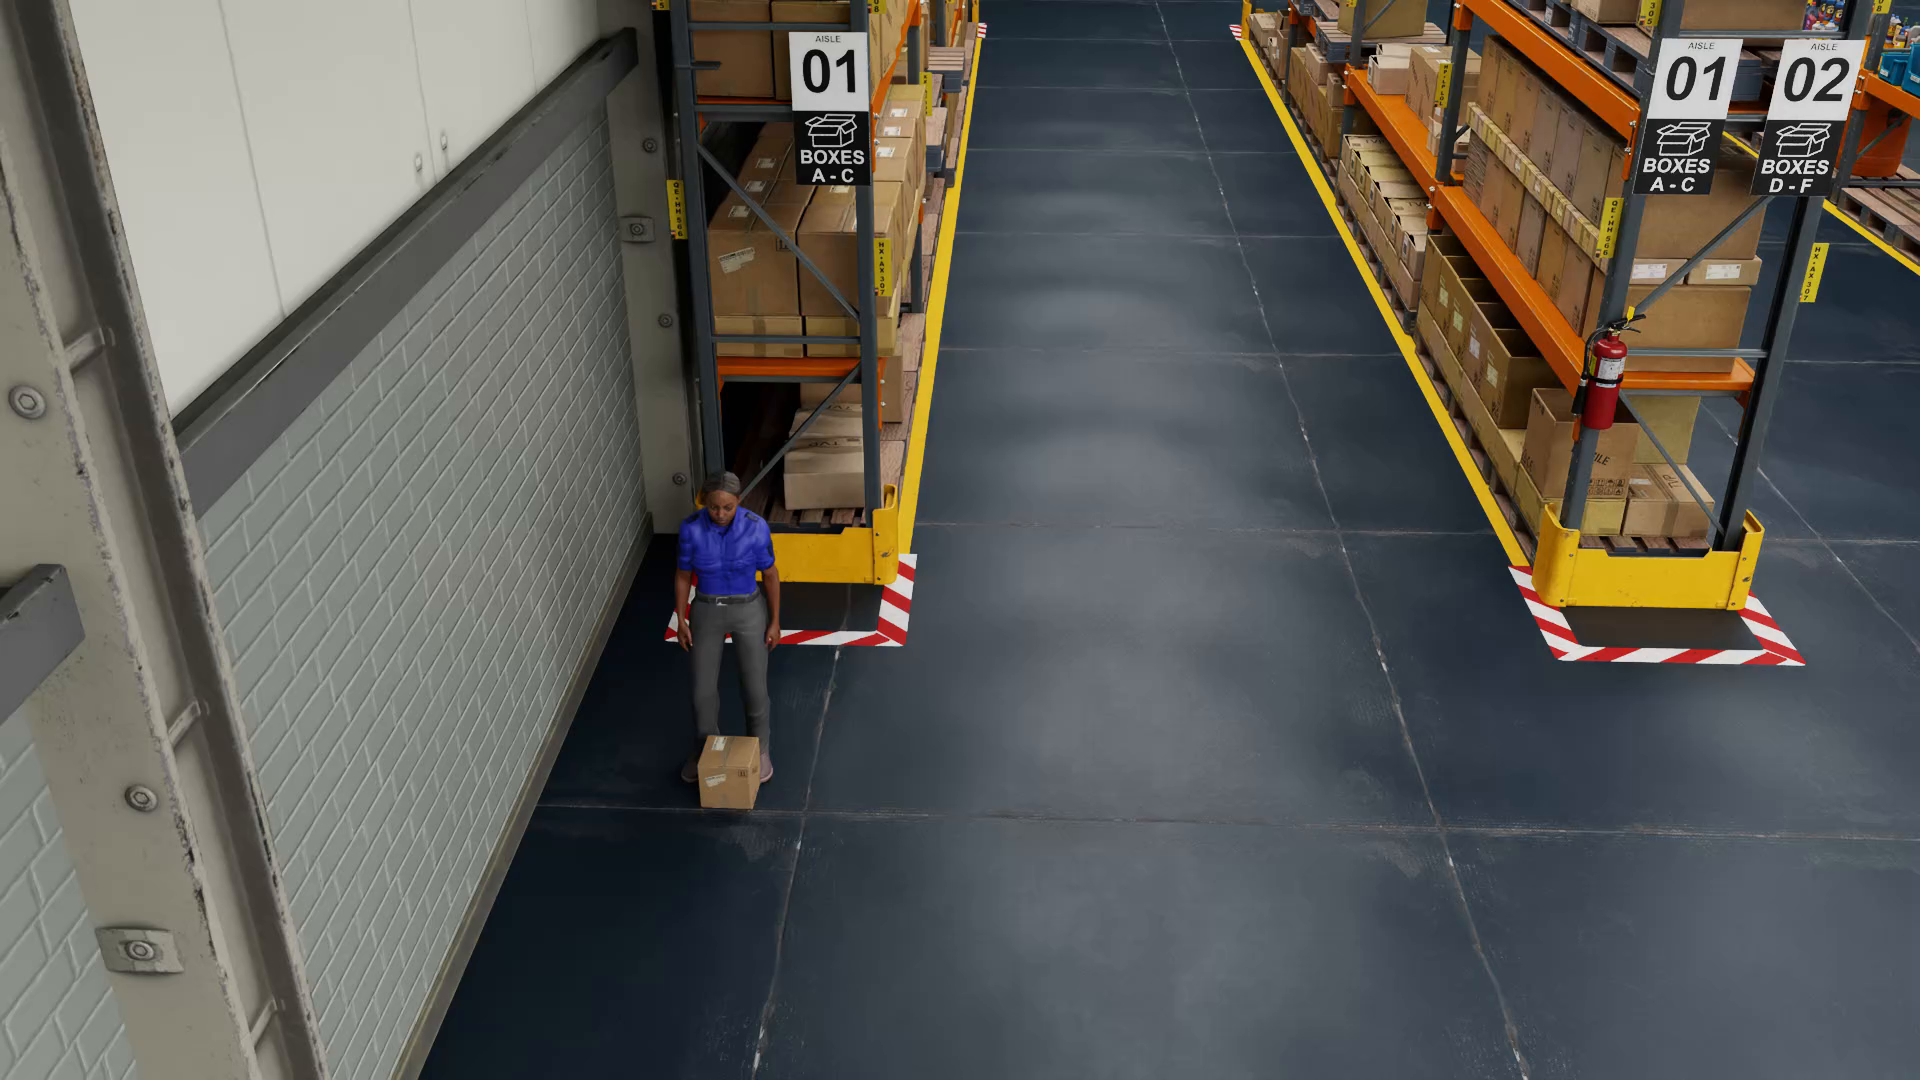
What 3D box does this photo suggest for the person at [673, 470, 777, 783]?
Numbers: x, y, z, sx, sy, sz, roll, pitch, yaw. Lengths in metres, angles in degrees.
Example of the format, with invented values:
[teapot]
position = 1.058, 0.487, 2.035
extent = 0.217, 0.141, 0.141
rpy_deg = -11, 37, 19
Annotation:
[person]
position = -1.125, 0.392, 7.894
extent = 0.491, 1.655, 0.348
rpy_deg = 1, 28, 2
